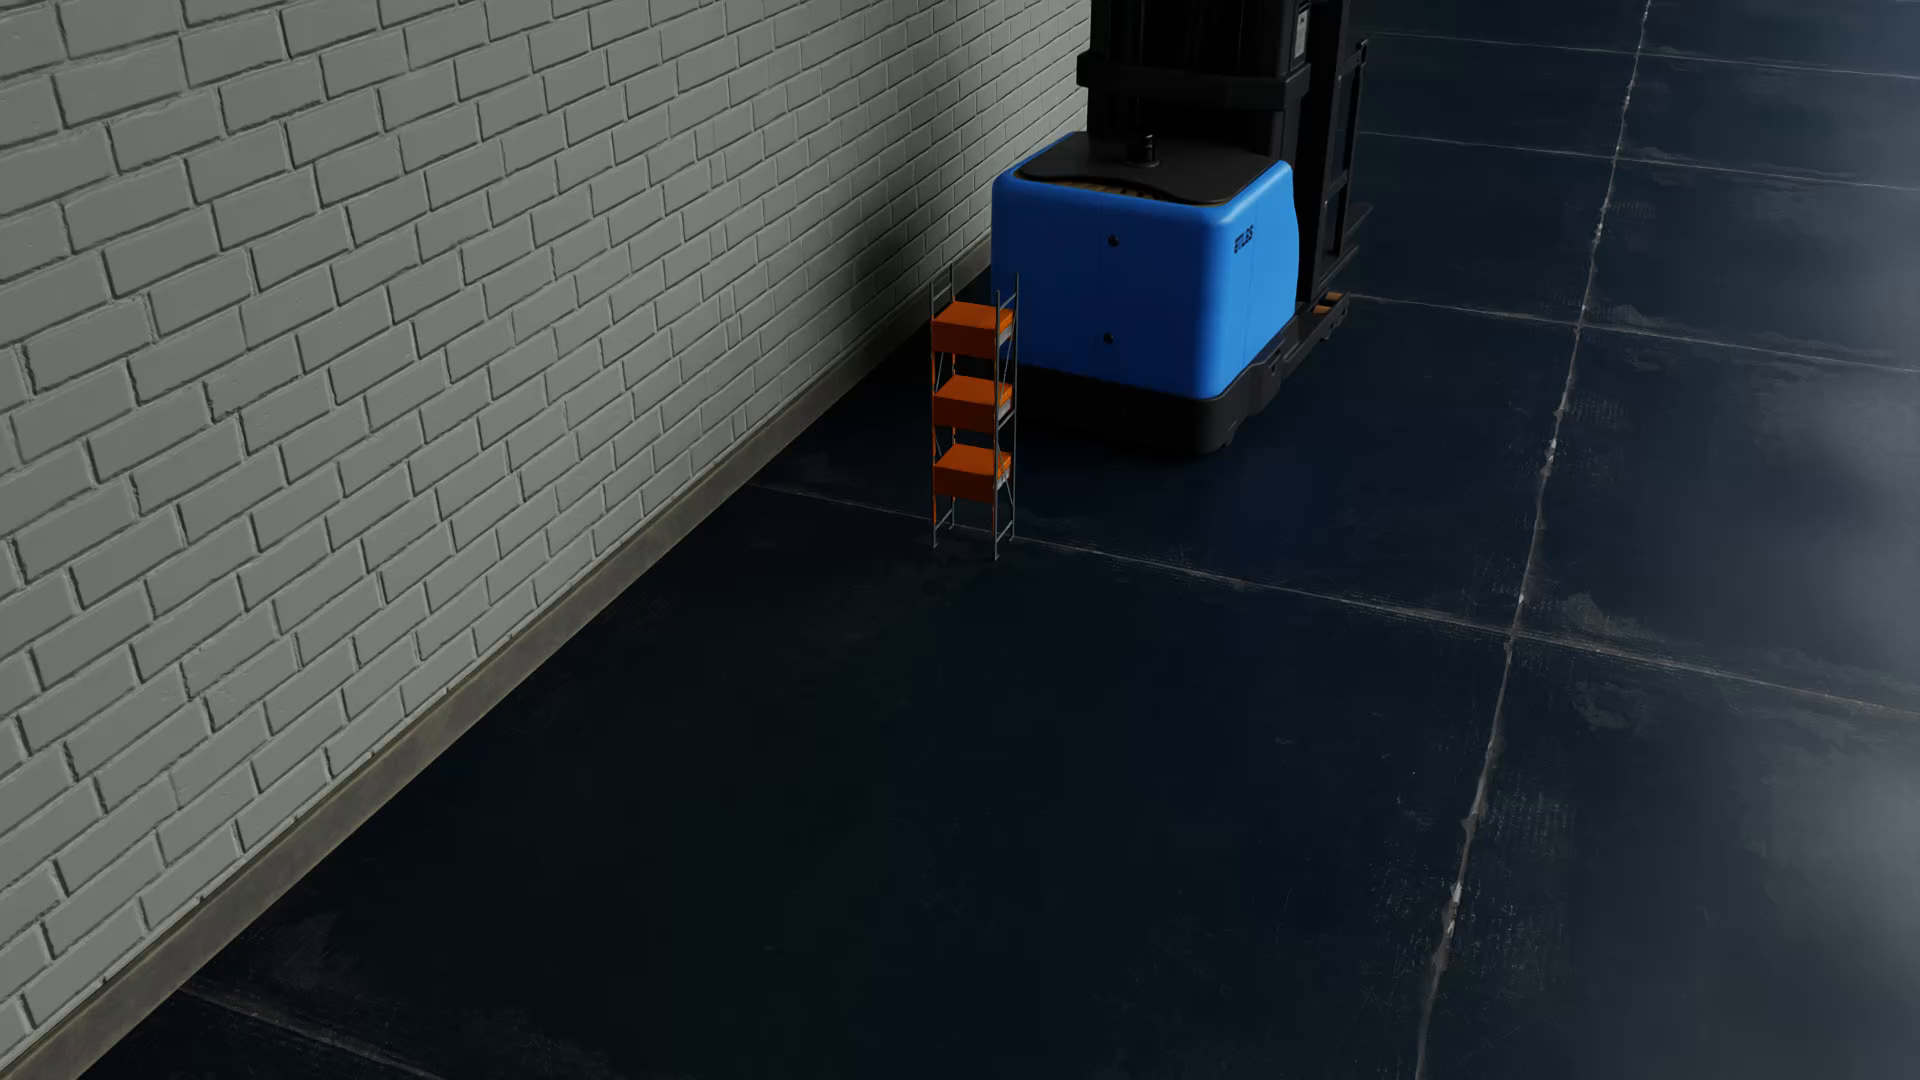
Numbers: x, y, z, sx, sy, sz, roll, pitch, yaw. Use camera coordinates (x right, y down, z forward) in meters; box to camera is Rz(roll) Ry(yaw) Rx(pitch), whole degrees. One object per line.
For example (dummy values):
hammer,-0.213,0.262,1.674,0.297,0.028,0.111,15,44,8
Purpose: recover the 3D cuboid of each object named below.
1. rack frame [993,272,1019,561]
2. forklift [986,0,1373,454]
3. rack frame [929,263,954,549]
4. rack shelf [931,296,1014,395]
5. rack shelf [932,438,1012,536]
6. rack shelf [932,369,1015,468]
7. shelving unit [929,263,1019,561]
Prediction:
rack frame,0.163,-0.425,5.934,0.008,1.050,0.200,11,31,19
forklift,1.240,-2.320,7.376,1.130,2.935,3.031,14,32,24
rack frame,-0.063,-0.470,6.014,0.008,1.050,0.200,11,31,19
rack shelf,0.050,-0.685,5.840,0.240,0.259,0.215,11,31,19
rack shelf,0.050,-0.196,6.116,0.240,0.259,0.215,11,31,19
rack shelf,0.050,-0.438,5.979,0.240,0.259,0.215,11,31,19
shelving unit,0.050,-0.447,5.974,0.252,1.050,0.215,11,31,19
